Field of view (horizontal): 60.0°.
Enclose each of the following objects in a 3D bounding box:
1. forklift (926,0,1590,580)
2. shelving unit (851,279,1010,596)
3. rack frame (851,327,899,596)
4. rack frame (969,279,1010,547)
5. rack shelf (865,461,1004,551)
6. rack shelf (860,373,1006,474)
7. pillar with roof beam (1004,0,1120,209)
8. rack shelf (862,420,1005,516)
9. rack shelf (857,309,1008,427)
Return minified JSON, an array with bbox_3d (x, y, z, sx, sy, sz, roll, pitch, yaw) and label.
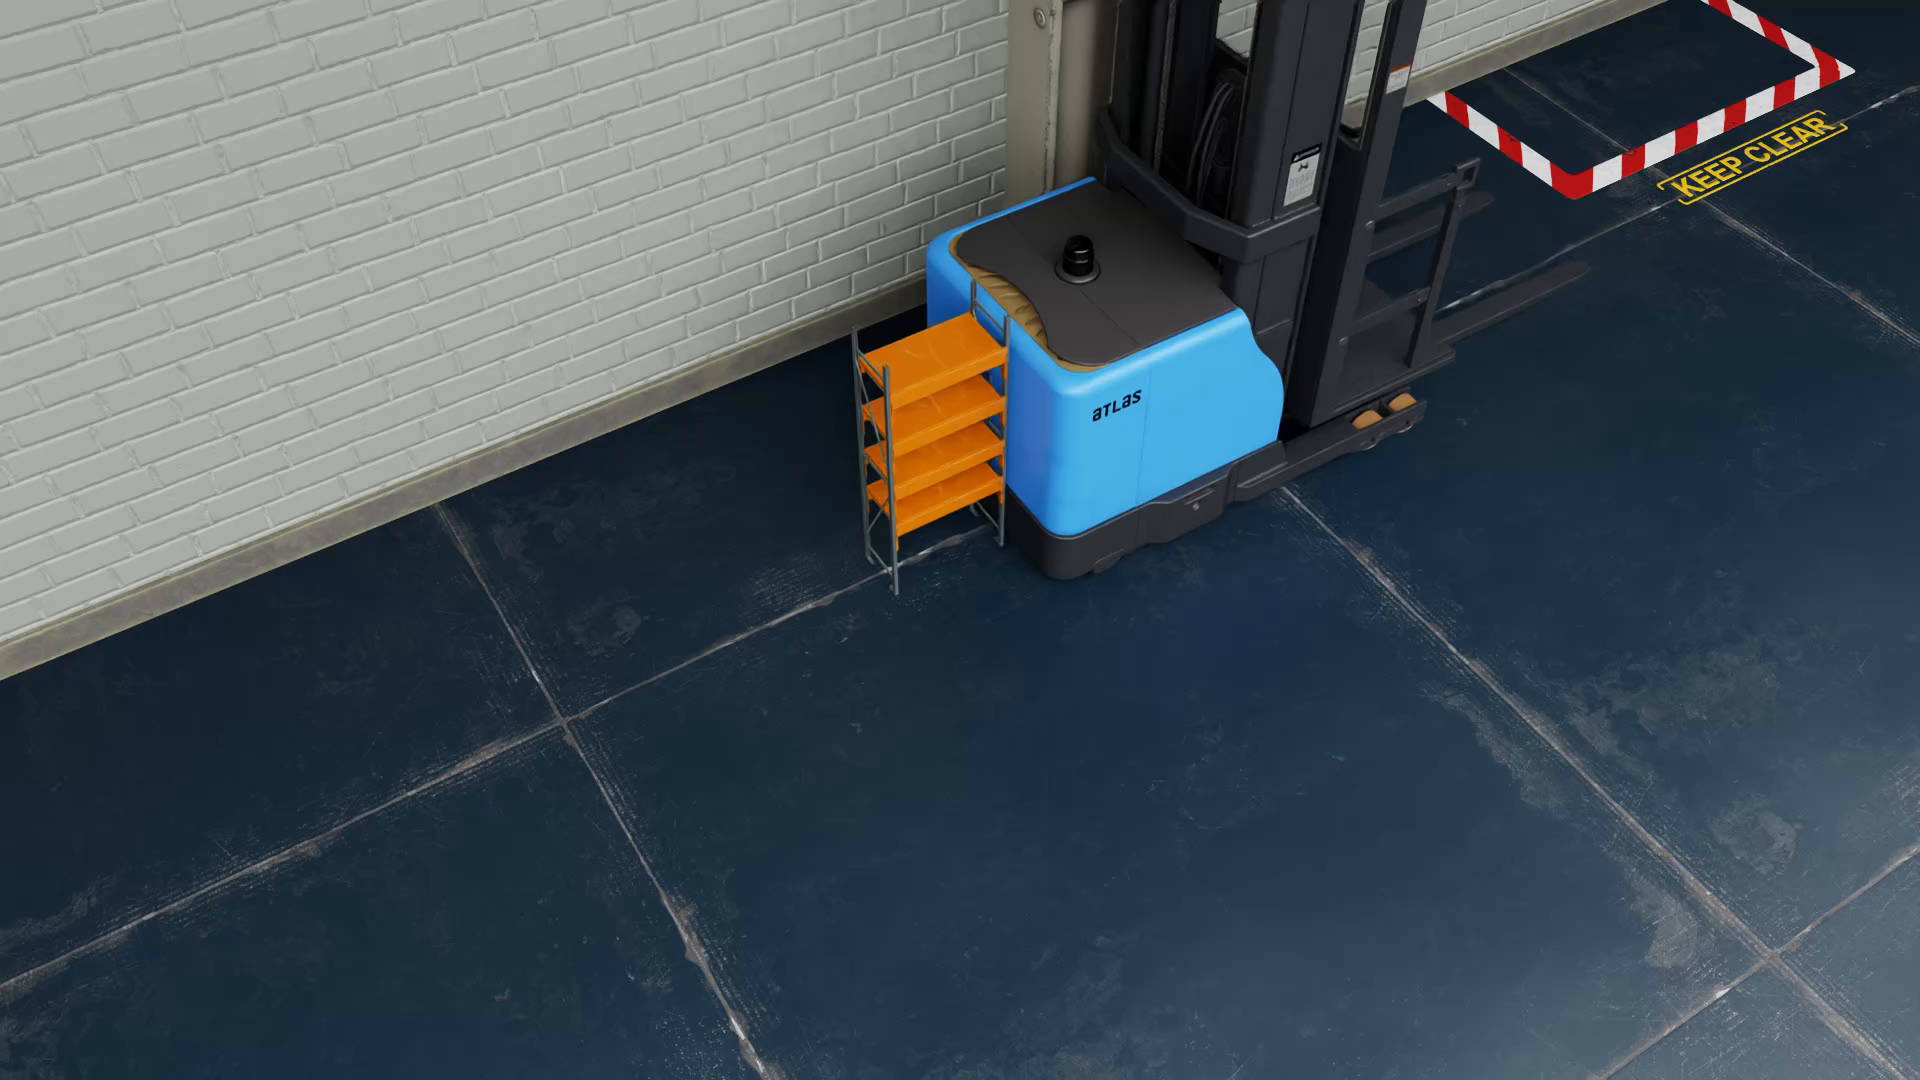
[{"bbox_3d":[1.380,-1.670,6.220,3.031,2.935,1.130,-25,53,-20],"label":"forklift"},{"bbox_3d":[-0.101,-0.355,6.208,0.503,1.200,0.258,-25,53,-20],"label":"shelving unit"},{"bbox_3d":[-0.309,-0.259,6.123,0.015,1.200,0.240,-25,53,-20],"label":"rack frame"},{"bbox_3d":[0.106,-0.451,6.294,0.015,1.200,0.240,-25,53,-20],"label":"rack frame"},{"bbox_3d":[-0.101,-0.179,6.407,0.480,0.148,0.258,-25,53,-20],"label":"rack shelf"},{"bbox_3d":[-0.101,-0.459,6.091,0.480,0.148,0.258,-25,53,-20],"label":"rack shelf"},{"bbox_3d":[2.745,-1.549,2.049,0.400,9.000,9.100,-25,53,-21],"label":"pillar with roof beam"},{"bbox_3d":[-0.101,-0.311,6.259,0.480,0.148,0.258,-25,53,-20],"label":"rack shelf"},{"bbox_3d":[-0.101,-0.617,5.915,0.480,0.148,0.258,-25,53,-20],"label":"rack shelf"}]
